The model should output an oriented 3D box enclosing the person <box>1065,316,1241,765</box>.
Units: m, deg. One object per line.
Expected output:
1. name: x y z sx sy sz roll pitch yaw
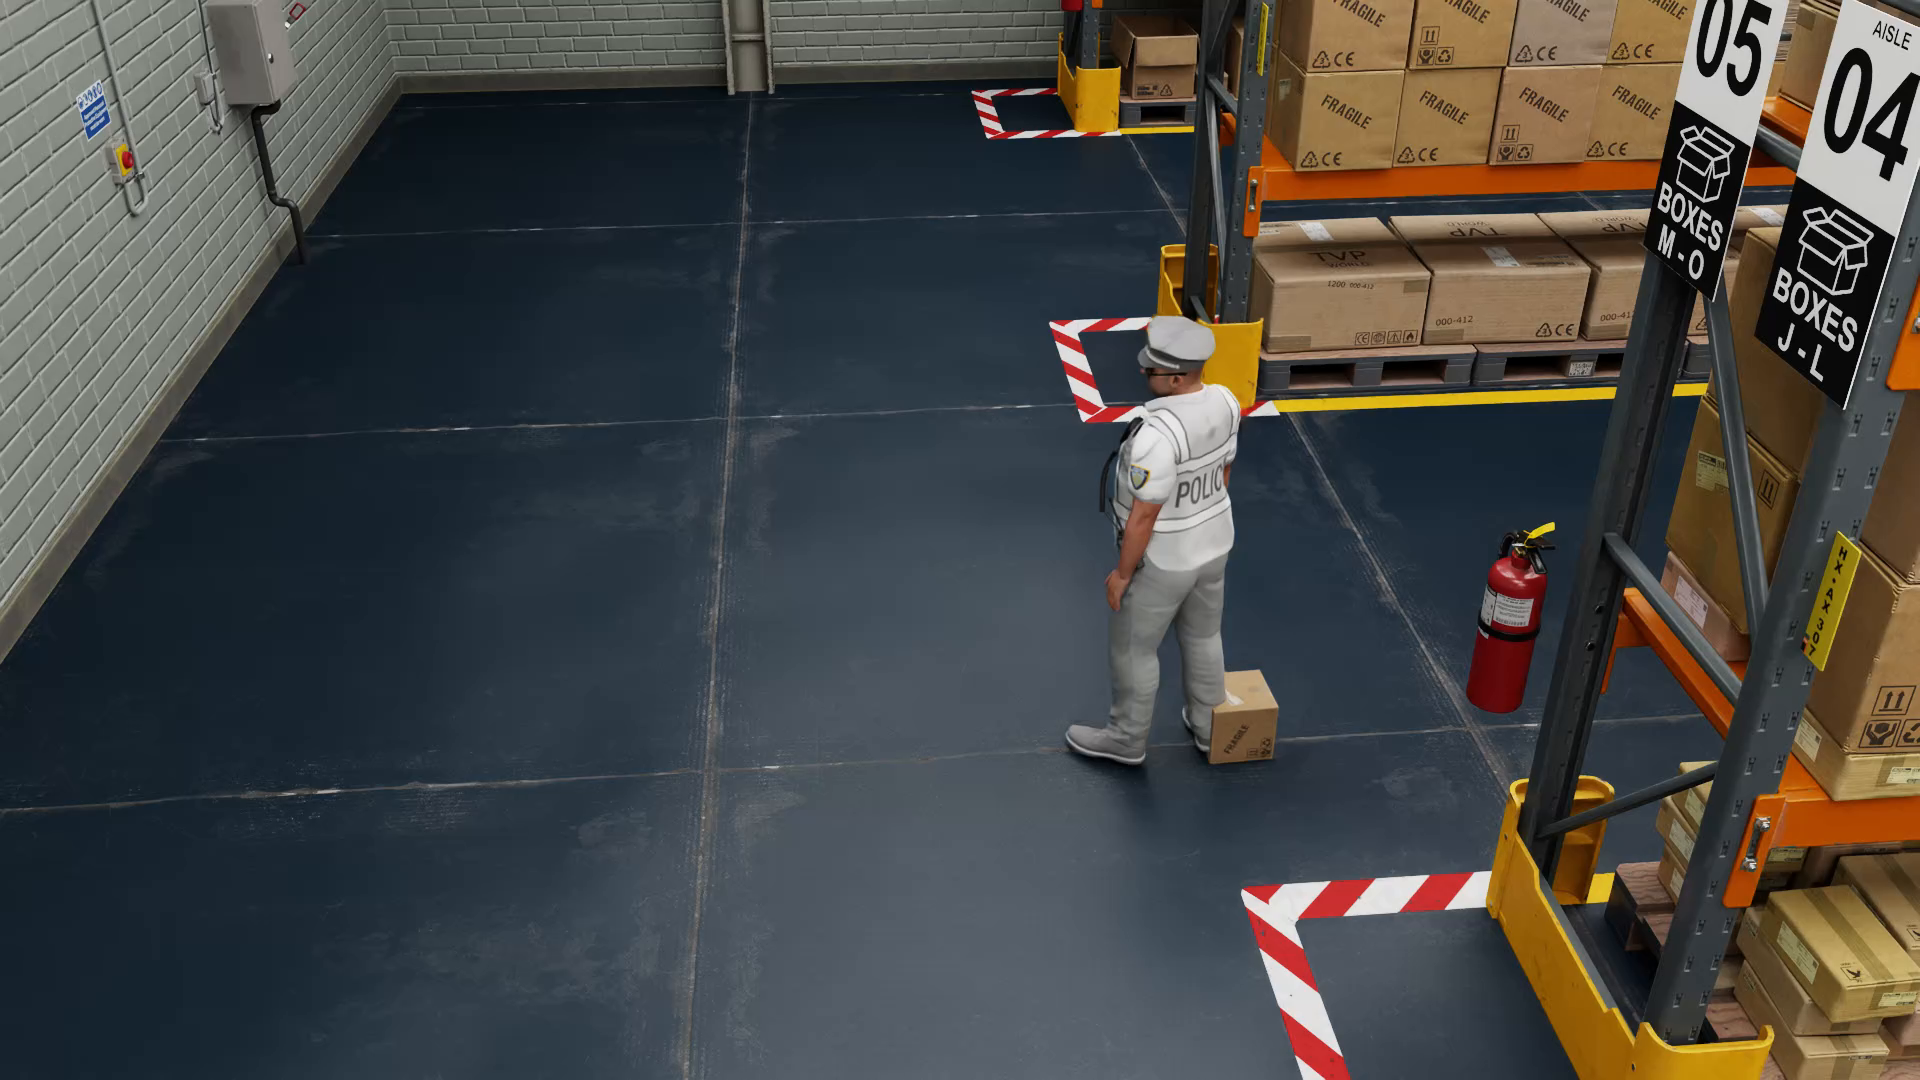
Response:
1. person: 0.755 0.025 6.037 0.594 1.752 0.476 -25 39 -36
